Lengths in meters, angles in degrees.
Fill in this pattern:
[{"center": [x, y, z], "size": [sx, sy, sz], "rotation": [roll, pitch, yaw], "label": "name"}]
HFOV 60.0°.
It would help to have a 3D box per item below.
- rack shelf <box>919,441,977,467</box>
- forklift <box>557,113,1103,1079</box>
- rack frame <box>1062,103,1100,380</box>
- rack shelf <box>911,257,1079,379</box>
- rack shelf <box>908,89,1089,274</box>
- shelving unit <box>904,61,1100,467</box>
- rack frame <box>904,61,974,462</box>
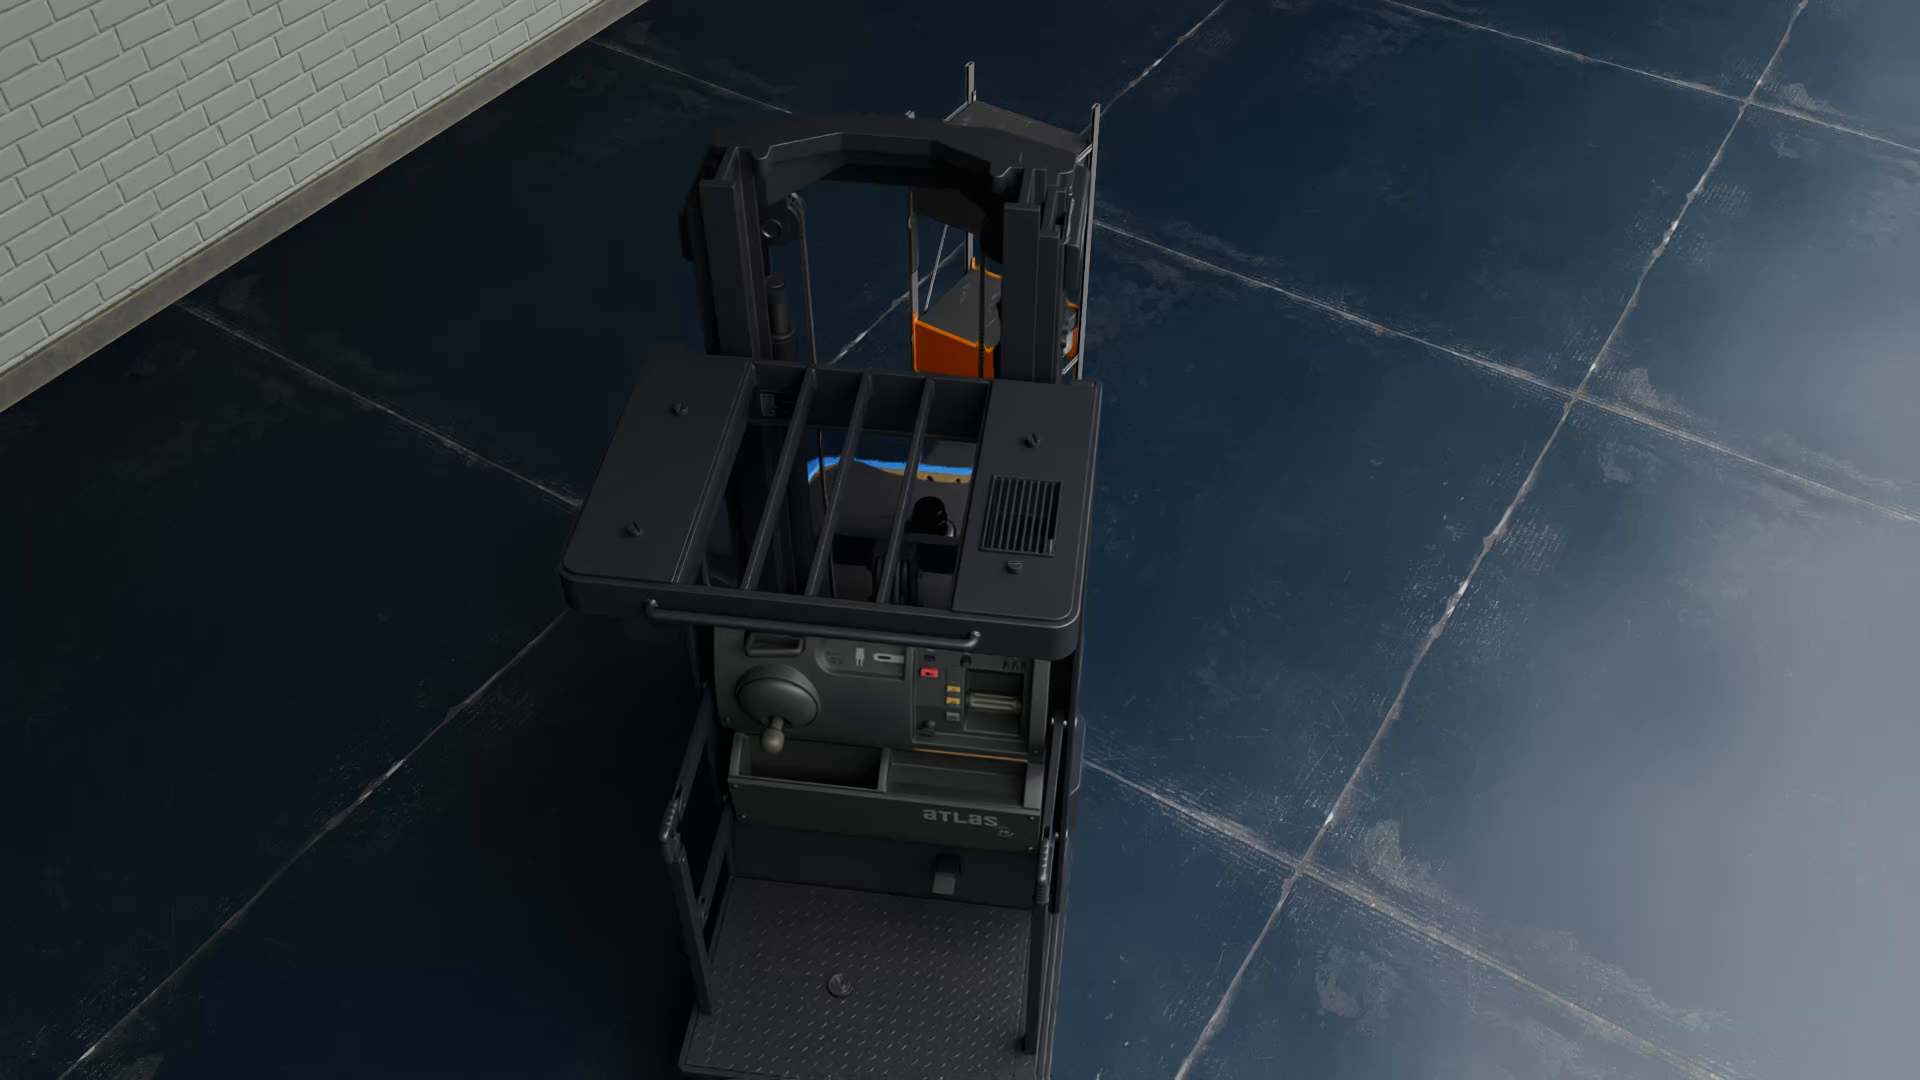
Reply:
[{"center": [0.139, -0.170, 6.668], "size": [0.480, 0.518, 0.431], "rotation": [25, 51, 22], "label": "rack shelf"}, {"center": [-0.244, 0.515, 4.428], "size": [1.130, 2.935, 3.031], "rotation": [5, 46, 5], "label": "forklift"}, {"center": [0.345, -0.573, 6.065], "size": [0.015, 2.100, 0.400], "rotation": [25, 51, 22], "label": "rack frame"}, {"center": [0.139, -0.658, 6.166], "size": [0.480, 0.518, 0.431], "rotation": [25, 51, 22], "label": "rack shelf"}, {"center": [0.139, -1.146, 5.664], "size": [0.480, 0.518, 0.431], "rotation": [25, 51, 22], "label": "rack shelf"}, {"center": [0.139, -0.668, 6.157], "size": [0.503, 2.100, 0.431], "rotation": [25, 51, 22], "label": "shelving unit"}, {"center": [-0.066, -0.762, 6.248], "size": [0.015, 2.100, 0.400], "rotation": [25, 51, 22], "label": "rack frame"}]
